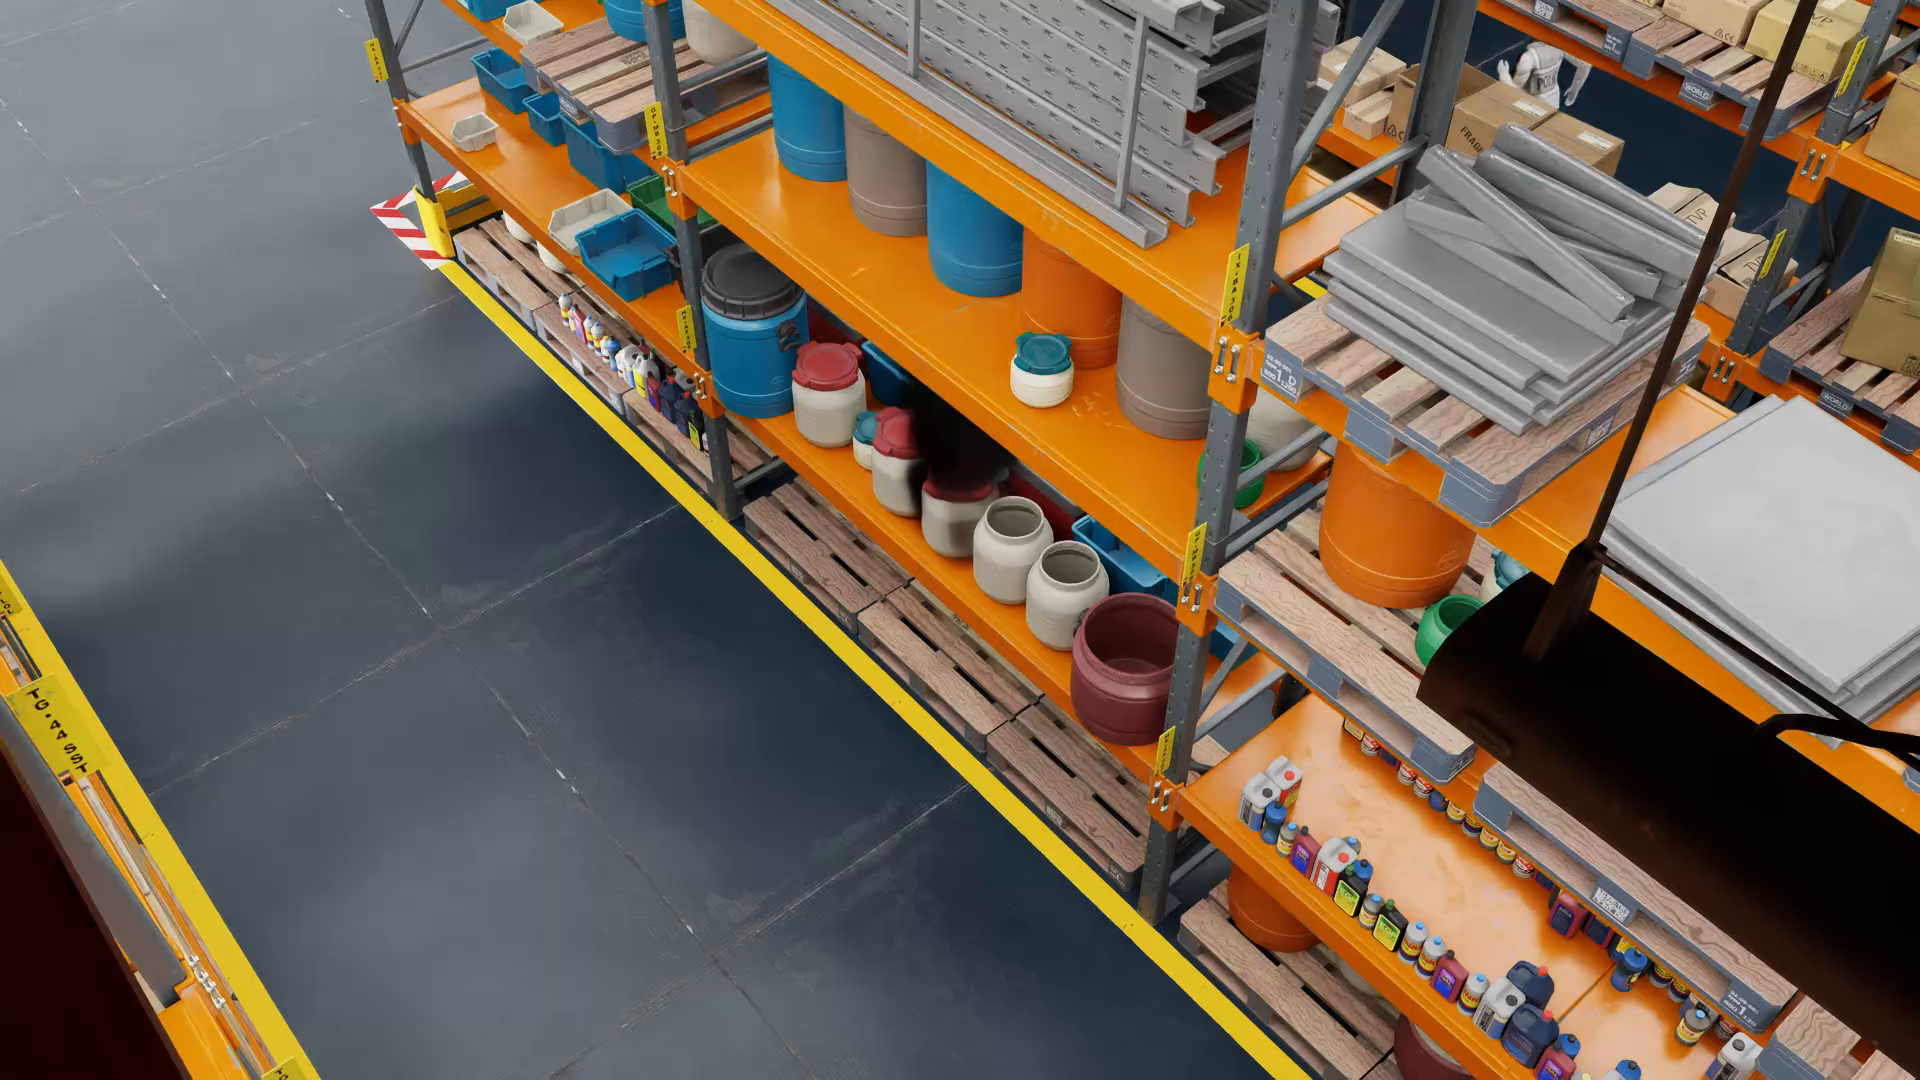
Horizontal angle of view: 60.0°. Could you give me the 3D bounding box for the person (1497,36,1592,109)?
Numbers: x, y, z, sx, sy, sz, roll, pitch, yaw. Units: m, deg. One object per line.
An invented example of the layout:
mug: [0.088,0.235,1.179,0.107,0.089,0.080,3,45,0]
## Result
person: [4.496,-3.305,12.970,0.636,1.726,0.828,-30,54,-26]
